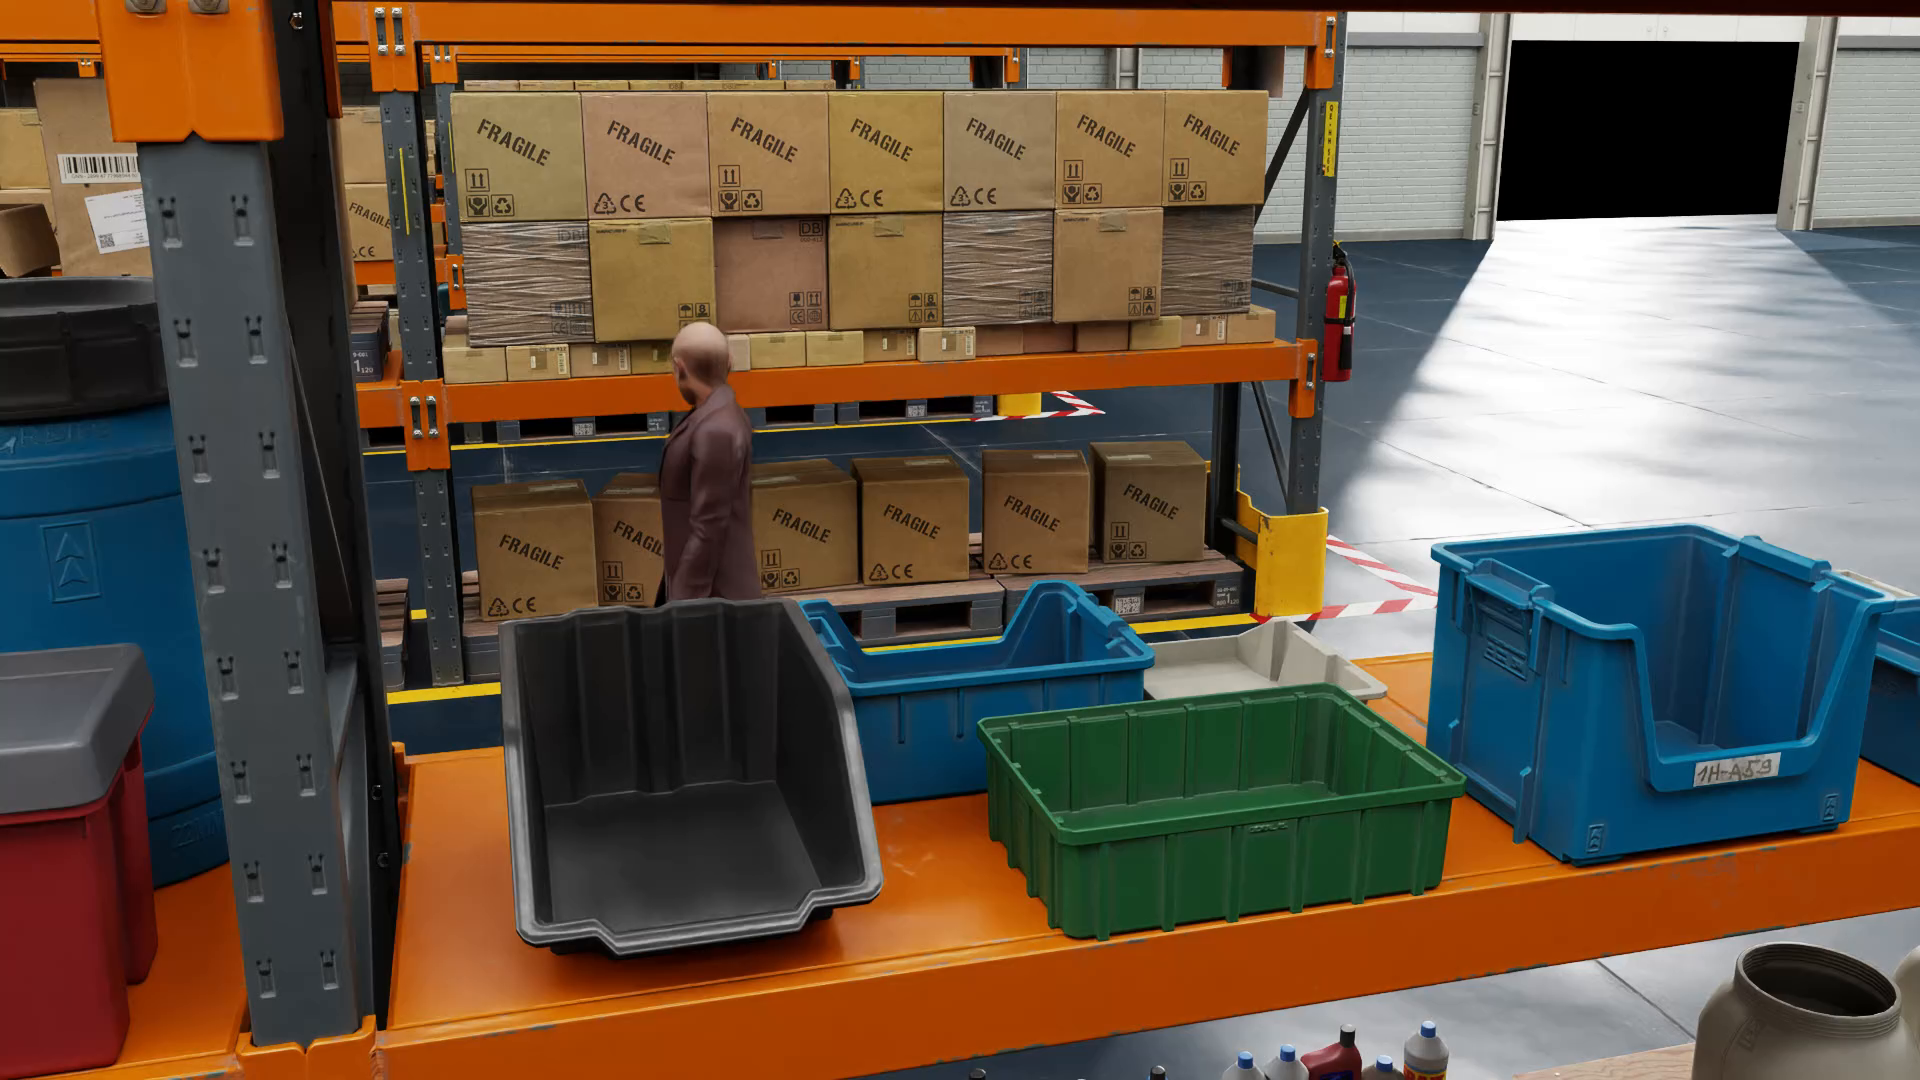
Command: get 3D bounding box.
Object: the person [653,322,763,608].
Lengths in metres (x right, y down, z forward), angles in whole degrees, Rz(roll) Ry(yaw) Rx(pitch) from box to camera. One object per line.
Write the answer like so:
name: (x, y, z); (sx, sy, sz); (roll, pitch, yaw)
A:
person: (-0.840, 0.197, 5.326); (0.816, 1.767, 0.623); (-4, 16, -15)
